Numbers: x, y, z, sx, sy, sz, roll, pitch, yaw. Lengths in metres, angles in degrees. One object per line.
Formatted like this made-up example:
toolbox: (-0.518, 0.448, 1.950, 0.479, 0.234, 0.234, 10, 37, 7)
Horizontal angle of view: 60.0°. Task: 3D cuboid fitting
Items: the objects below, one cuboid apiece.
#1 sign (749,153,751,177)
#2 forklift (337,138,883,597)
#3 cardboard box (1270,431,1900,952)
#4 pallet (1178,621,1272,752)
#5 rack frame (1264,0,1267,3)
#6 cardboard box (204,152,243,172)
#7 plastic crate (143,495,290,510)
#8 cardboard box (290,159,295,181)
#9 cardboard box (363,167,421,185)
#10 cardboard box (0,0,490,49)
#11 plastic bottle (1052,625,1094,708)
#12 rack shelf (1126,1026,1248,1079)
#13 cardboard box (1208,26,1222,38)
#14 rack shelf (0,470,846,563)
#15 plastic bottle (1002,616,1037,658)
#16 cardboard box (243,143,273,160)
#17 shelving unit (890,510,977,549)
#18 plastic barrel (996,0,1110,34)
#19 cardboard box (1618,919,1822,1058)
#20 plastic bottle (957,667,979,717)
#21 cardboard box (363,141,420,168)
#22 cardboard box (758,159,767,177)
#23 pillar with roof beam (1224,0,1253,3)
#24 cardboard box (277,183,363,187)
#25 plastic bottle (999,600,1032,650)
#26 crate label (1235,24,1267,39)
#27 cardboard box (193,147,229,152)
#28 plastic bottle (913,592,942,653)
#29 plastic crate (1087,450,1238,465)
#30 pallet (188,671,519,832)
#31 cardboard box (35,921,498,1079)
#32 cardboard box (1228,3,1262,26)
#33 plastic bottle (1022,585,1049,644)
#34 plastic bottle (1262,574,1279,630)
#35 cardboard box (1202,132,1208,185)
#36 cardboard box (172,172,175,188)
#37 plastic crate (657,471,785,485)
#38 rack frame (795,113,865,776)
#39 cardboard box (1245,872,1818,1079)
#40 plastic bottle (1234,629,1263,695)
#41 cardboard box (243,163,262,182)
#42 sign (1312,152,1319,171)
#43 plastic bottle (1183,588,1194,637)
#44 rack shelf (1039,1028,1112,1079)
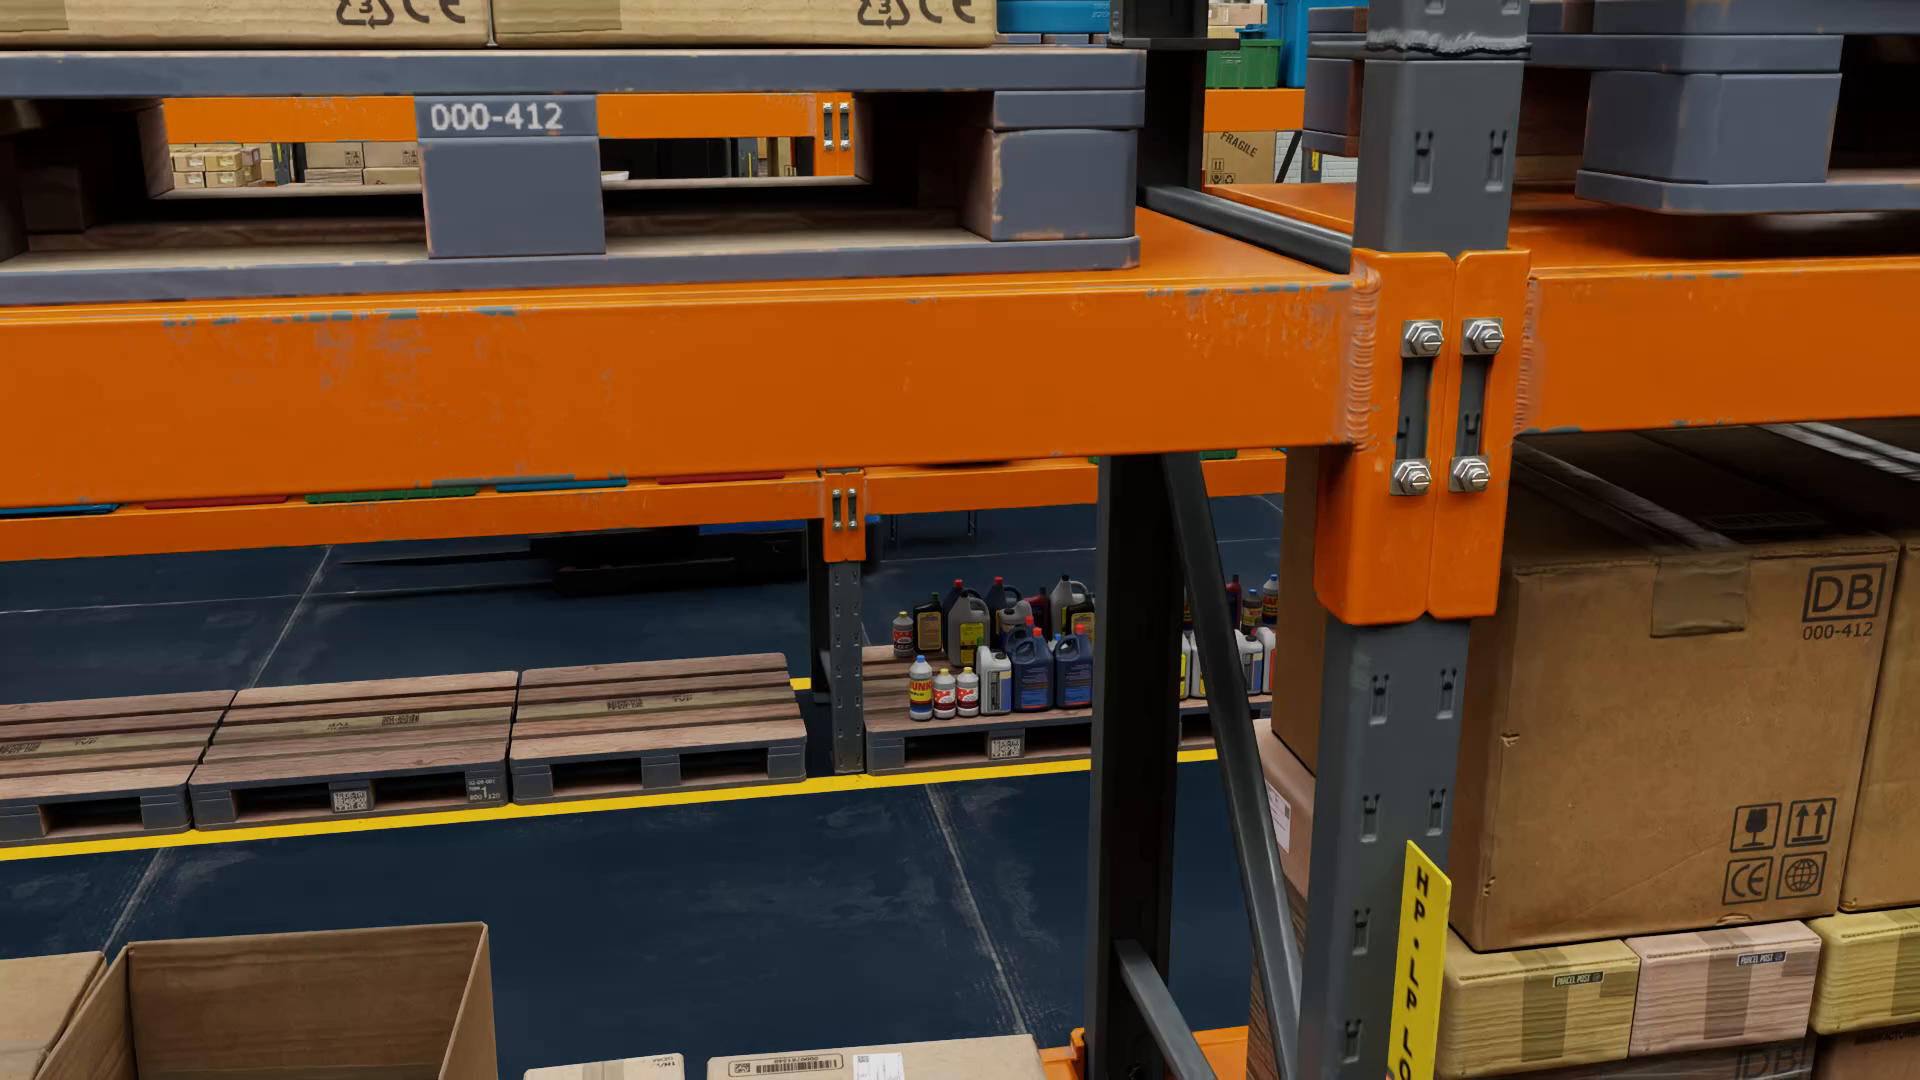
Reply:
sign: (-1.393, -2.402, 11.052, 0.005, 0.325, 0.100, -3, 17, -10)
forklift: (-2.019, -1.254, 9.404, 3.031, 2.935, 1.130, -4, 17, -12)
cardboard box: (0.808, 0.153, 2.325, 0.500, 0.500, 0.700, -3, 17, -10)
pallet: (1.305, 0.658, 7.810, 1.213, 0.211, 1.003, -3, 17, -10)
rack frame: (2.425, -5.099, 11.586, 0.127, 3.000, 1.000, -3, 17, -10)
cardboard box: (-6.665, -3.427, 15.059, 0.250, 0.149, 0.380, -4, 18, -13)
plastic crate: (-2.845, -0.390, 6.364, 0.583, 0.464, 0.402, -3, 17, -10)
cardboard box: (-7.756, -4.468, 20.004, 0.500, 0.250, 0.500, -4, 17, -12)
cardboard box: (-5.280, -3.245, 15.598, 0.500, 0.500, 0.500, -3, 17, -11)
cardboard box: (-0.772, -0.652, 1.759, 0.500, 0.250, 0.500, -5, 18, -16)
plastic bottle: (0.494, 0.540, 7.209, 0.185, 0.351, 0.144, -4, 18, -13)
rack shelf: (2.337, 1.080, 2.912, 4.000, 0.370, 1.077, -3, 17, -10)
cardboard box: (1.511, -3.465, 11.630, 0.500, 0.250, 0.500, -3, 17, -10)
rack shelf: (-2.526, -0.125, 6.836, 4.000, 0.370, 1.077, -3, 17, -10)
plastic bottle: (0.282, 0.508, 7.310, 0.185, 0.351, 0.144, -3, 17, -10)
cardboard box: (-8.239, -4.680, 19.844, 0.500, 0.250, 0.500, -4, 17, -12)
shelving unit: (-0.163, -0.564, 10.106, 0.503, 1.200, 0.258, -3, 17, -10)
plastic barrel: (0.435, -2.479, 6.598, 0.708, 0.901, 0.600, -3, 17, -10)
cardboard box: (0.921, 0.517, 2.246, 0.250, 0.149, 0.380, -3, 17, -10)
plastic bottle: (0.033, 0.644, 7.123, 0.097, 0.201, 0.097, 0, 17, 0)
cardboard box: (-5.332, -3.798, 15.694, 0.500, 0.500, 0.700, -3, 17, -11)
cardboard box: (-1.984, -3.540, 16.472, 0.550, 0.550, 0.875, -3, 17, -10)
pillar with roof beam: (5.453, -8.701, 23.313, 0.400, 9.000, 9.100, -3, 17, -10)
cardboard box: (-4.378, -2.136, 11.271, 0.500, 0.500, 0.700, -1, 17, -2)
plastic bottle: (0.257, 0.423, 7.716, 0.135, 0.276, 0.152, -3, 17, -10)
crate label: (1.465, -2.157, 7.371, 0.408, 0.251, 0.502, -3, 17, -10)
cardboard box: (-7.025, -3.601, 15.625, 0.250, 0.149, 0.380, -4, 17, -12)
plastic bottle: (-0.153, 0.386, 7.824, 0.133, 0.283, 0.061, -2, 17, -8)
plastic crate: (0.824, -0.474, 7.106, 0.662, 0.188, 0.450, -3, 17, -10)
pallet: (-2.526, 0.876, 7.099, 1.213, 0.211, 1.003, -3, 17, -10)
cardboard box: (-0.901, 0.867, 2.209, 0.500, 0.500, 0.500, -2, 17, -6)
cardboard box: (1.934, -3.698, 11.710, 0.250, 0.149, 0.380, -4, 17, -12)
plastic bottle: (0.356, 0.357, 7.918, 0.133, 0.283, 0.061, -2, 17, -7)
plastic bottle: (1.526, 0.302, 8.118, 0.097, 0.271, 0.097, 0, 17, 0)
cardboard box: (1.443, -2.768, 11.834, 0.500, 0.500, 0.500, -3, 17, -10)
cardboard box: (-7.189, -3.254, 15.005, 0.250, 0.149, 0.380, -3, 17, -9)
plastic crate: (-0.980, -0.496, 6.709, 0.583, 0.464, 0.402, -3, 17, -10)
rack frame: (-0.562, -0.581, 7.093, 0.127, 3.000, 1.000, -3, 17, -10)
cardboard box: (0.808, 0.773, 2.515, 0.500, 0.500, 0.700, -4, 17, -12)
plastic bottle: (1.256, 0.531, 7.364, 0.135, 0.276, 0.152, -4, 17, -12)
cardboard box: (-6.783, -3.475, 15.722, 0.250, 0.149, 0.380, -2, 17, -8)
sign: (2.511, -2.775, 11.726, 0.005, 0.325, 0.100, -3, 17, -10)
plastic bottle: (1.091, 0.326, 8.038, 0.097, 0.271, 0.097, 0, 17, 0)
rack shelf: (-1.590, 1.303, 2.186, 4.000, 0.370, 1.077, -3, 17, -10)
